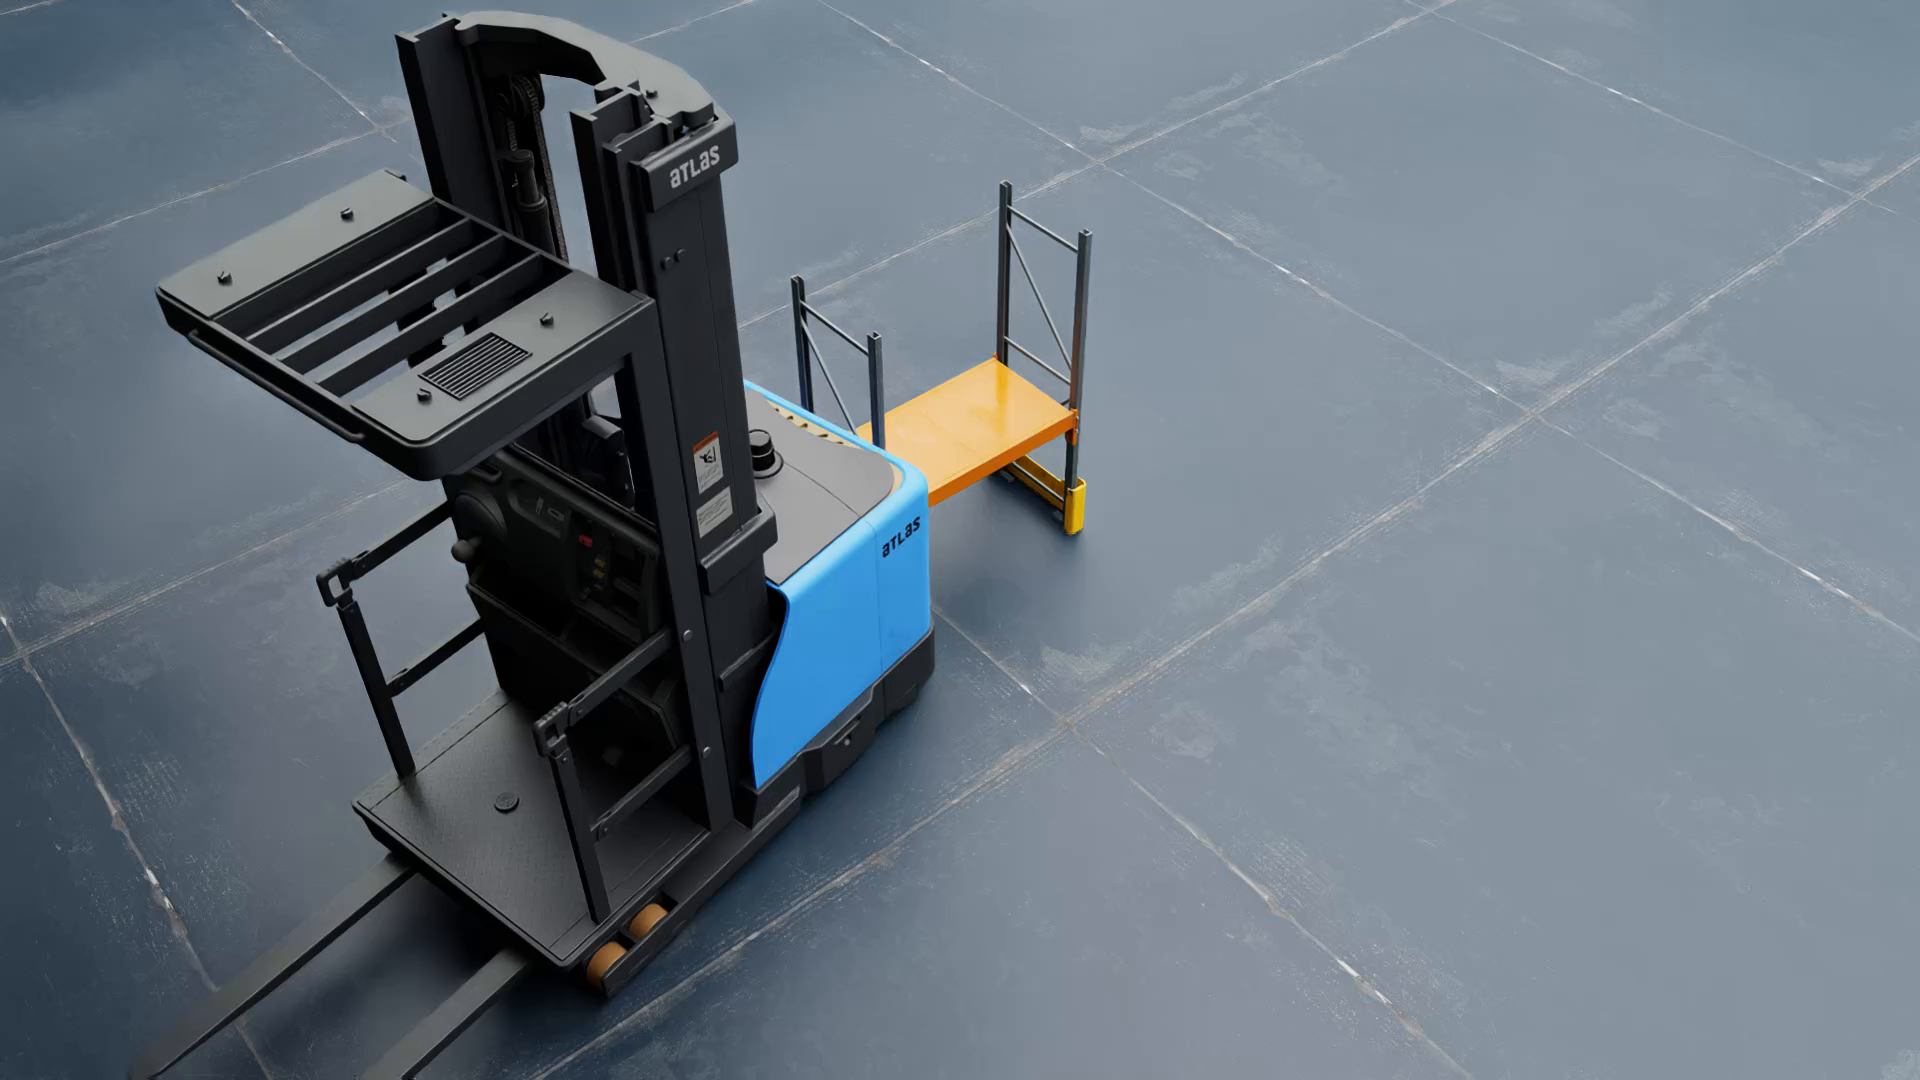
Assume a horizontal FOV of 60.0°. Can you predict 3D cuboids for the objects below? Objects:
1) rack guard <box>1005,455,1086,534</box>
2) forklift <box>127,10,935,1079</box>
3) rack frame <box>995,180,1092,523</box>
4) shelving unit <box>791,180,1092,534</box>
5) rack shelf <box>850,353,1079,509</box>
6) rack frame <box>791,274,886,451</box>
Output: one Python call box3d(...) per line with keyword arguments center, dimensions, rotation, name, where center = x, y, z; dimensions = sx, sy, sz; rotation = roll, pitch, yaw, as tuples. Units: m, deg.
box3d(center=(0.328, -0.284, 7.370), dimensions=(0.087, 0.250, 0.587), rotation=(-30, 51, -28), name="rack guard")
box3d(center=(-1.398, 0.070, 5.034), dimensions=(1.130, 2.935, 3.031), rotation=(28, 50, 26), name="forklift")
box3d(center=(0.329, -0.740, 6.943), dimensions=(0.032, 1.500, 0.500), rotation=(-30, 51, -28), name="rack frame")
box3d(center=(-0.052, -0.520, 6.708), dimensions=(1.083, 1.500, 0.587), rotation=(-30, 51, -28), name="shelving unit")
box3d(center=(-0.059, -0.384, 6.827), dimensions=(1.000, 0.185, 0.538), rotation=(-30, 51, -28), name="rack shelf")
box3d(center=(-0.447, -0.291, 6.464), dimensions=(0.032, 1.500, 0.500), rotation=(-30, 51, -28), name="rack frame")
